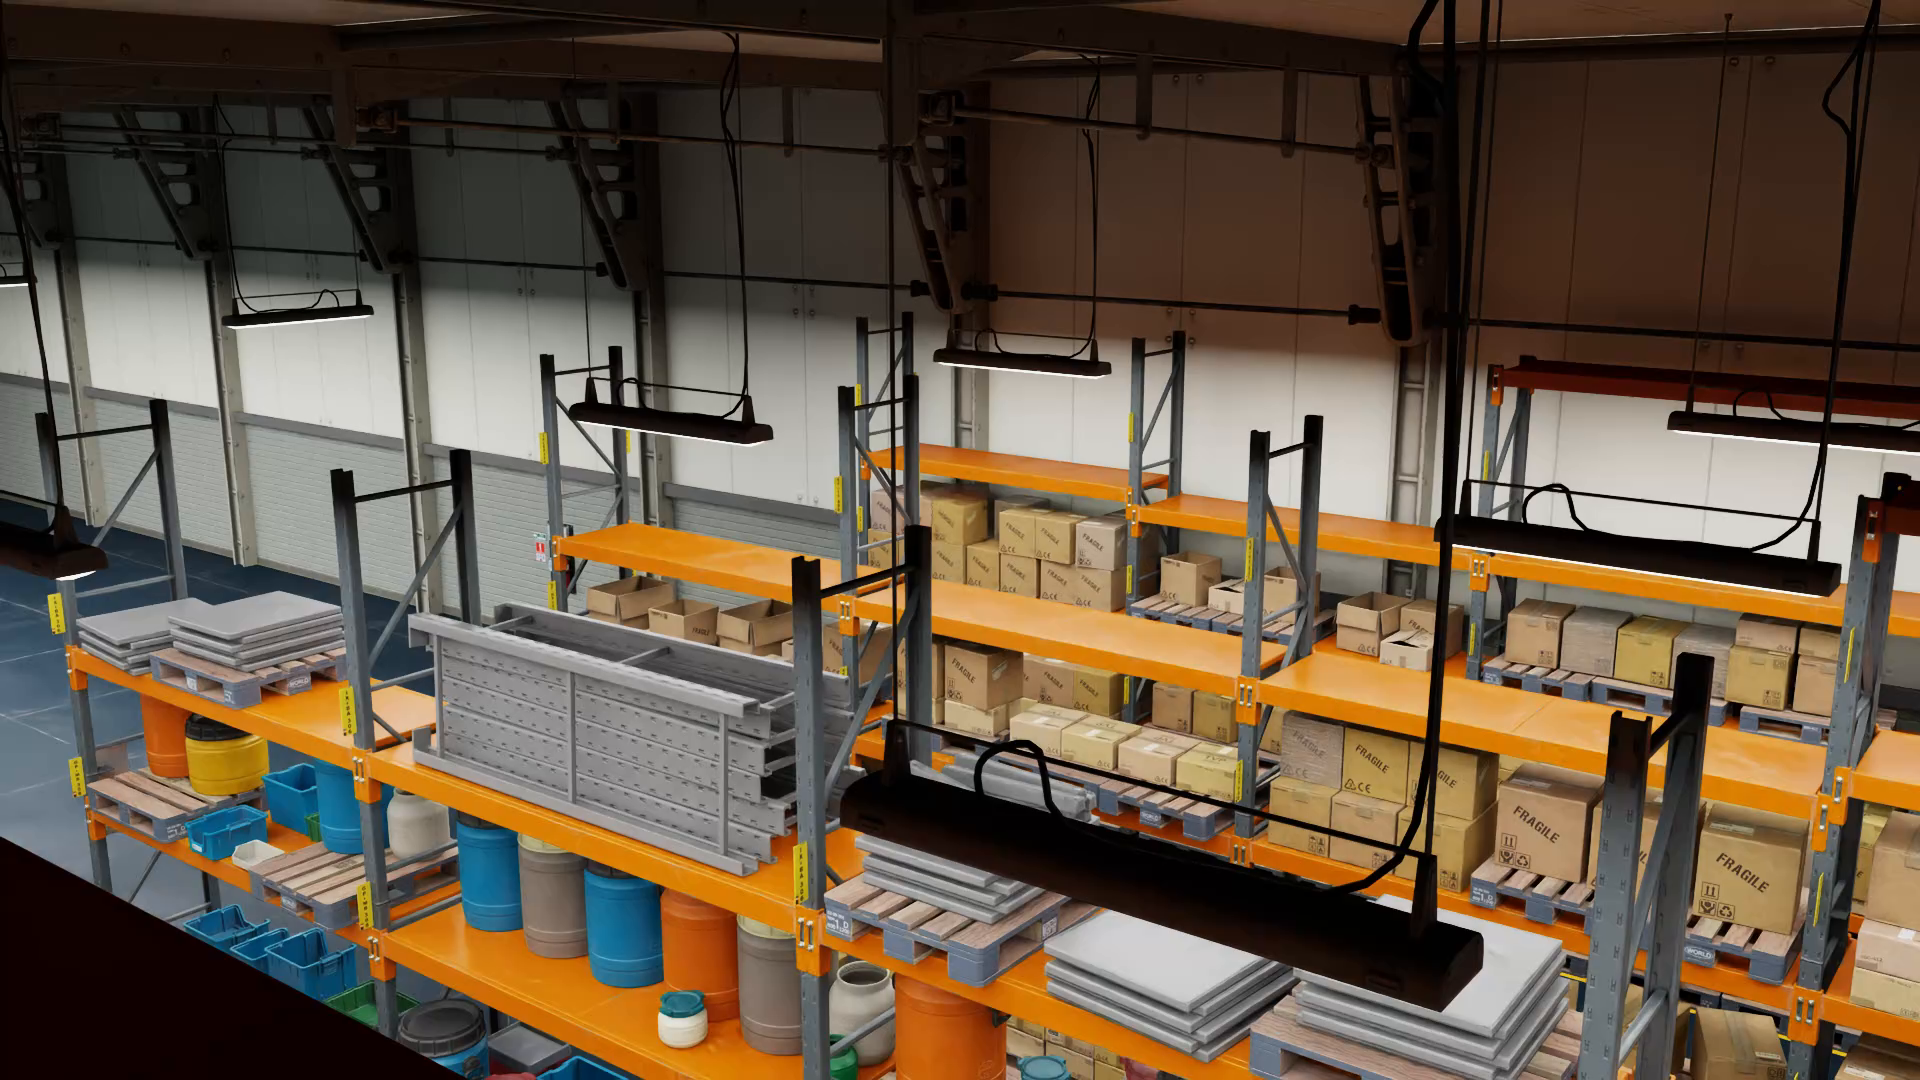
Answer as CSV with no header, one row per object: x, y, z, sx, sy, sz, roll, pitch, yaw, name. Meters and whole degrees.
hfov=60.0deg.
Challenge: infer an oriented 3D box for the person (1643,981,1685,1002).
5.569,4.168,13.346,0.532,1.781,0.634,3,13,12,person
